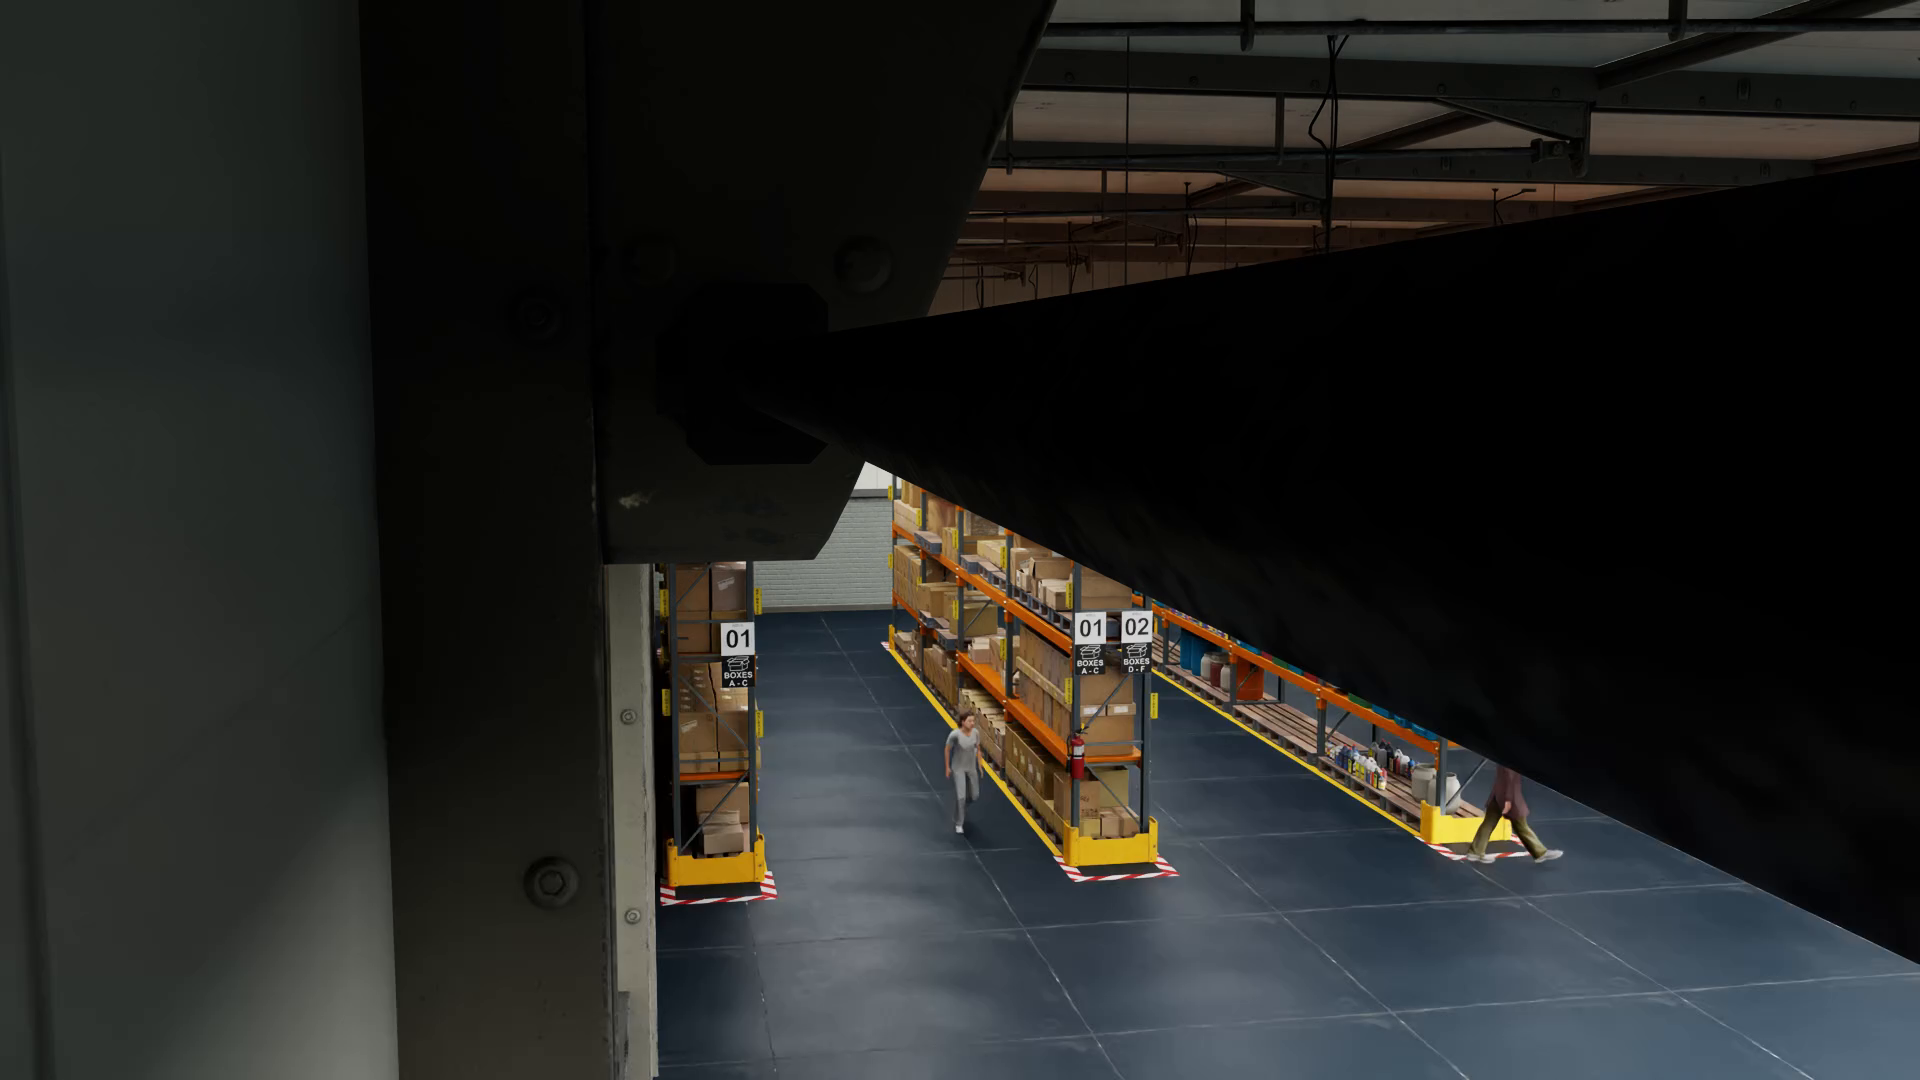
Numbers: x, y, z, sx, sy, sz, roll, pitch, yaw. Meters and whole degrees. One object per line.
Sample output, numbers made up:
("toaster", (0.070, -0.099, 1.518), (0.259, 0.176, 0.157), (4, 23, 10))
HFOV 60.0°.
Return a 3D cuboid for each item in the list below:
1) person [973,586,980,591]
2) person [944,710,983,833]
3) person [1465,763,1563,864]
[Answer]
("person", (0.408, 1.312, 38.441), (0.619, 1.715, 0.577), (1, 6, 9))
("person", (-0.003, 3.090, 22.514), (0.494, 1.653, 0.593), (-3, 7, -29))
("person", (6.922, 3.203, 20.857), (1.146, 1.716, 0.586), (-1, 6, -11))
